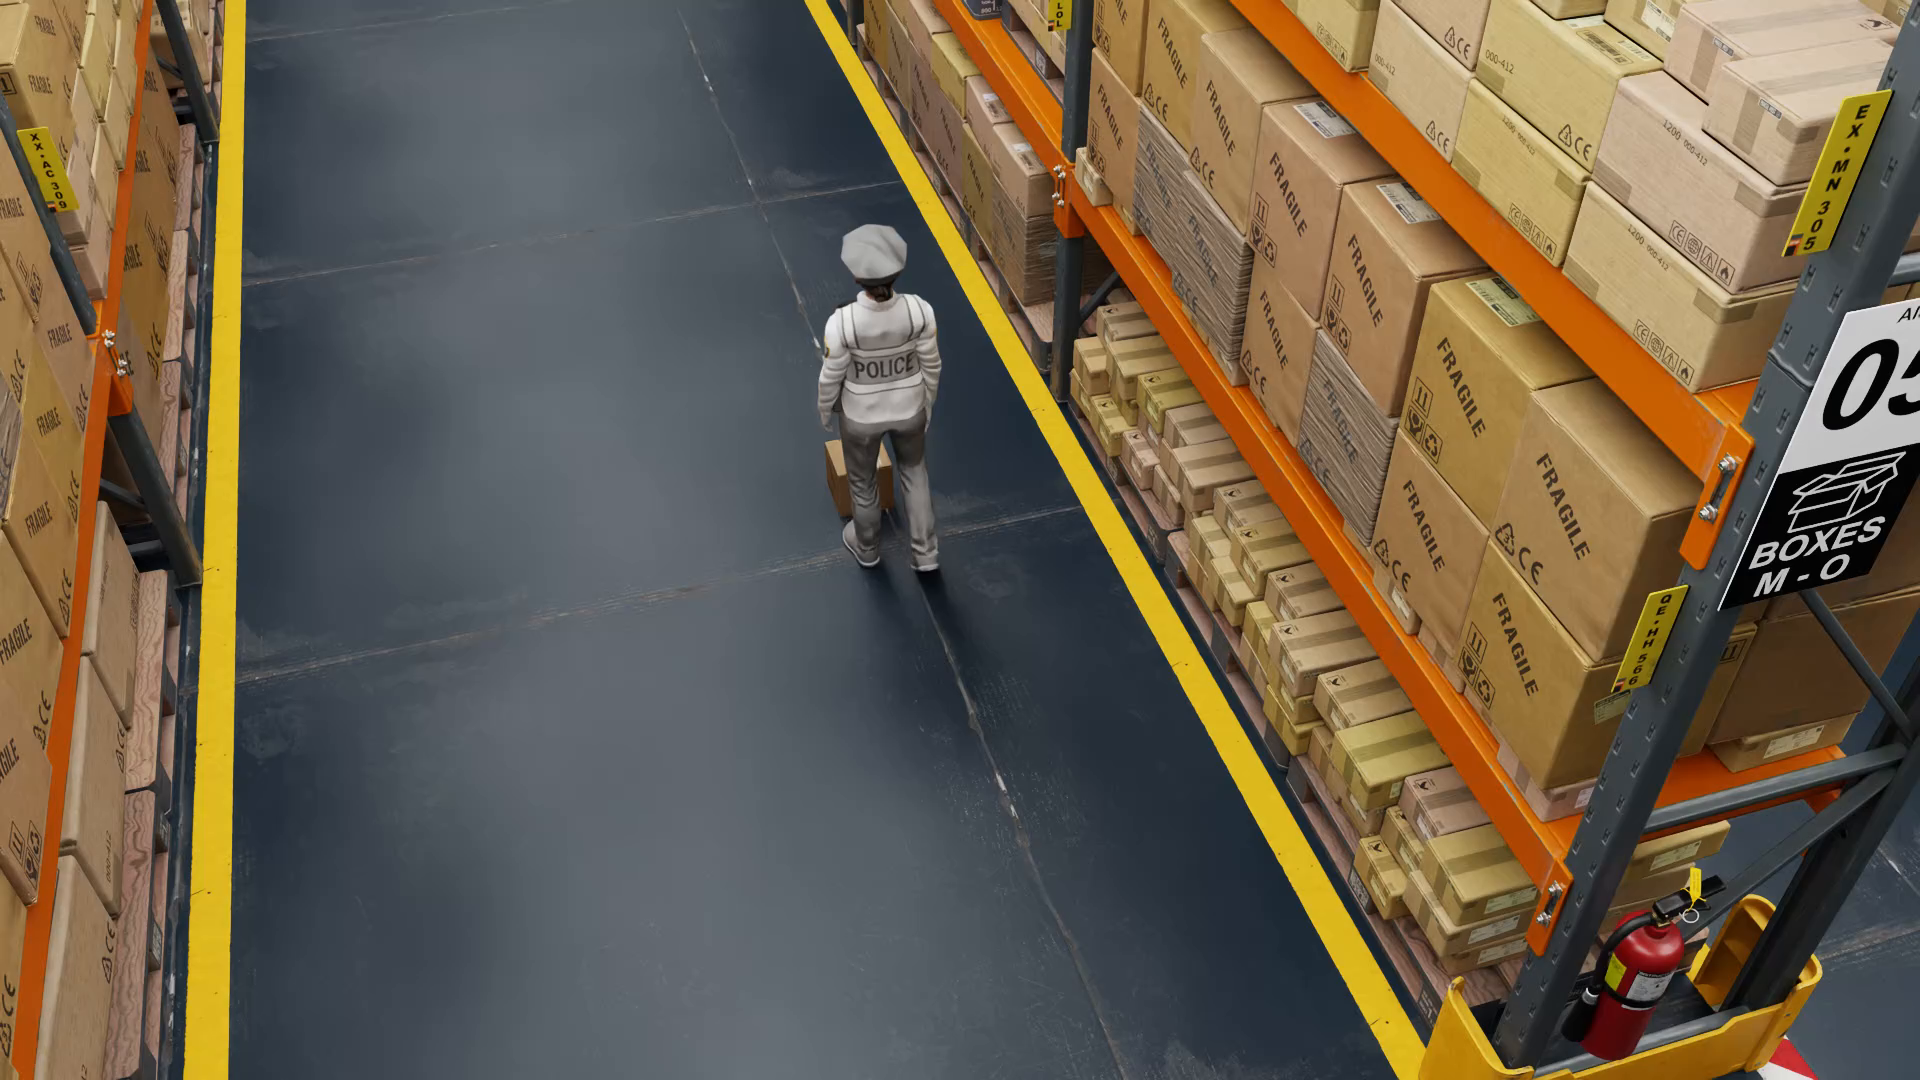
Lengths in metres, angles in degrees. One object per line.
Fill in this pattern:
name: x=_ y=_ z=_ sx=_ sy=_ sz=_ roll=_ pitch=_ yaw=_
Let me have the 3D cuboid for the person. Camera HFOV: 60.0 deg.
person: x=-0.326 y=-0.517 z=6.737 sx=0.490 sy=1.729 sz=0.486 roll=-11 pitch=44 yaw=-12
